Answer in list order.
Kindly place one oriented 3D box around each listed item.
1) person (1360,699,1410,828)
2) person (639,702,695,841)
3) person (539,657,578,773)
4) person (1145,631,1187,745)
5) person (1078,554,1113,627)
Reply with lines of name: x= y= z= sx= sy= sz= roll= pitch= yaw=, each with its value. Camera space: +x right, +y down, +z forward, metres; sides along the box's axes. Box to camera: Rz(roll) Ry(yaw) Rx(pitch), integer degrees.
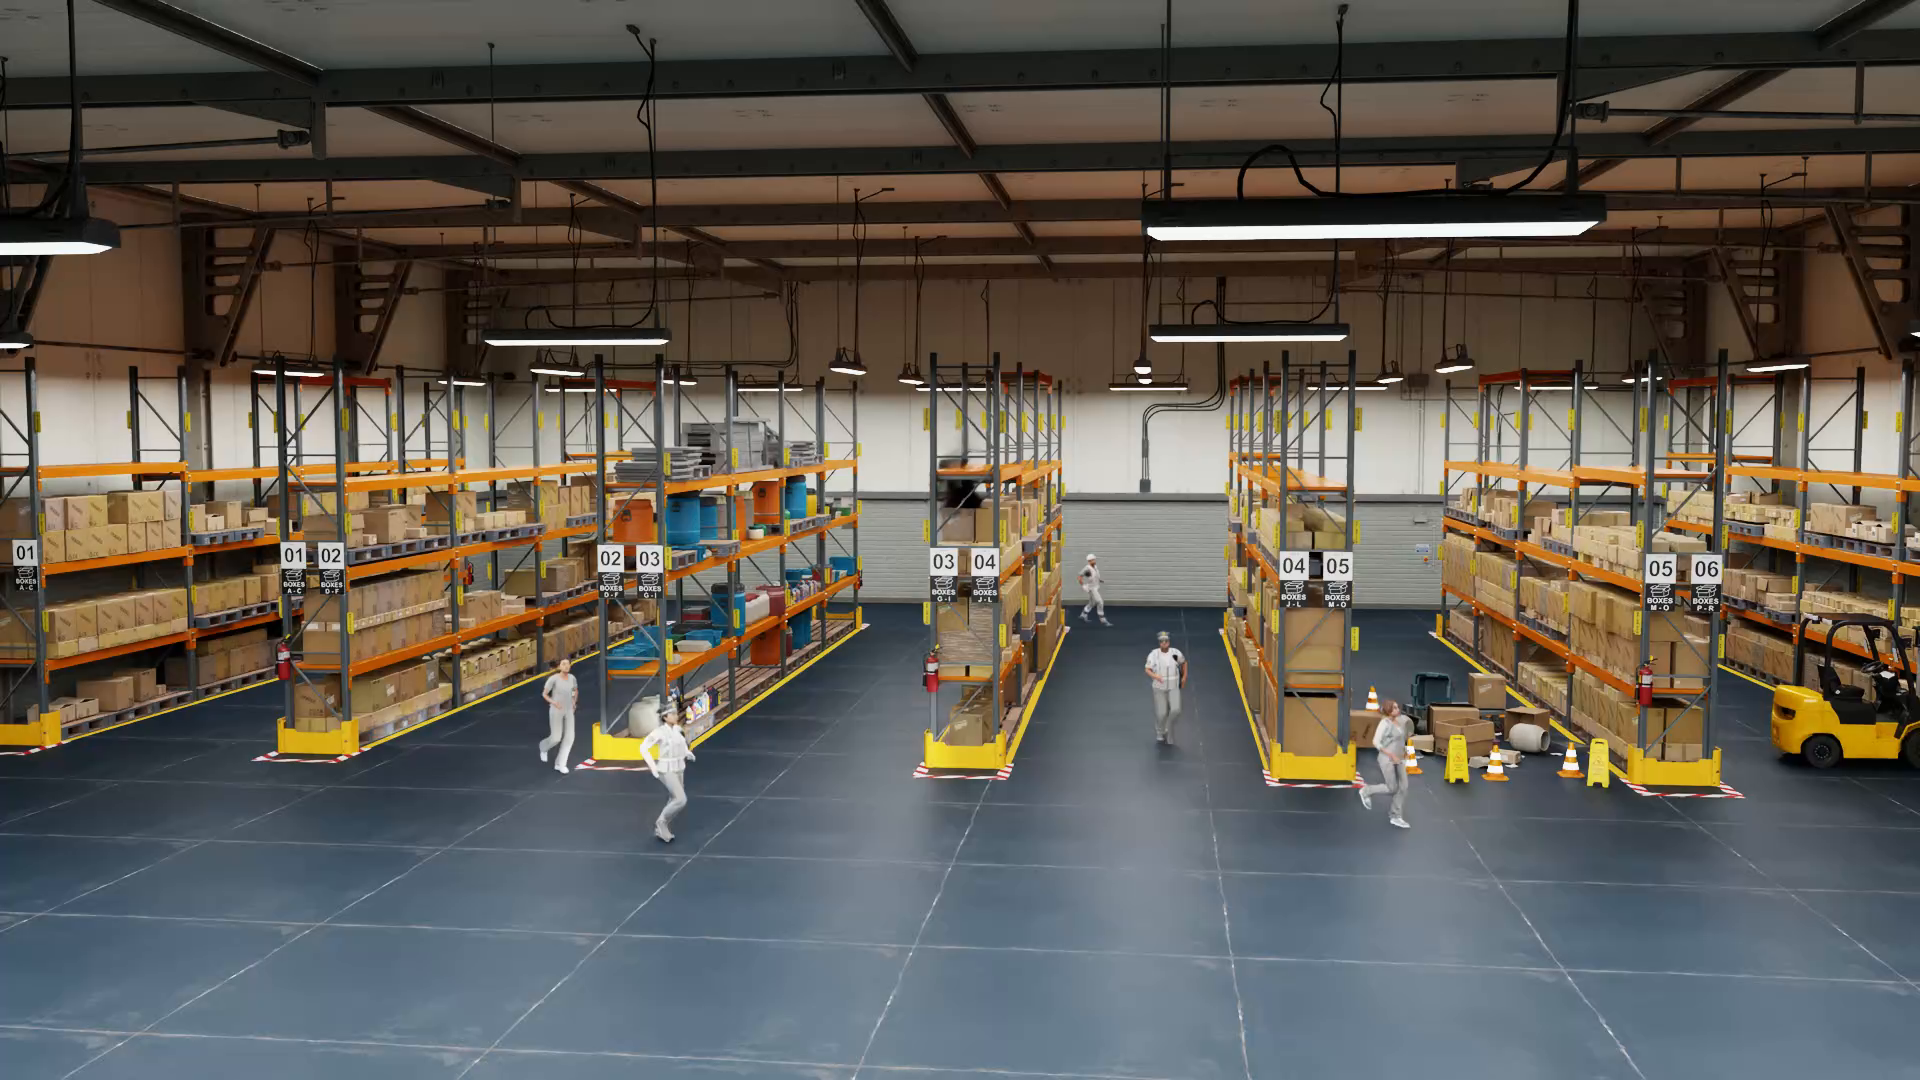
person: x=5.332 y=2.763 z=20.741 sx=0.548 sy=1.577 sz=0.692 roll=-4 pitch=5 yaw=-41
person: x=-3.416 y=2.757 z=19.789 sx=0.624 sy=1.660 sz=0.593 roll=2 pitch=5 yaw=29
person: x=-5.760 y=2.496 z=24.021 sx=0.583 sy=1.643 sz=0.717 roll=-3 pitch=5 yaw=-39
person: x=3.219 y=2.309 z=25.890 sx=0.673 sy=1.784 sz=0.694 roll=0 pitch=4 yaw=1
person: x=3.272 y=1.228 z=40.726 sx=0.939 sy=1.782 sz=0.718 roll=2 pitch=5 yaw=27
